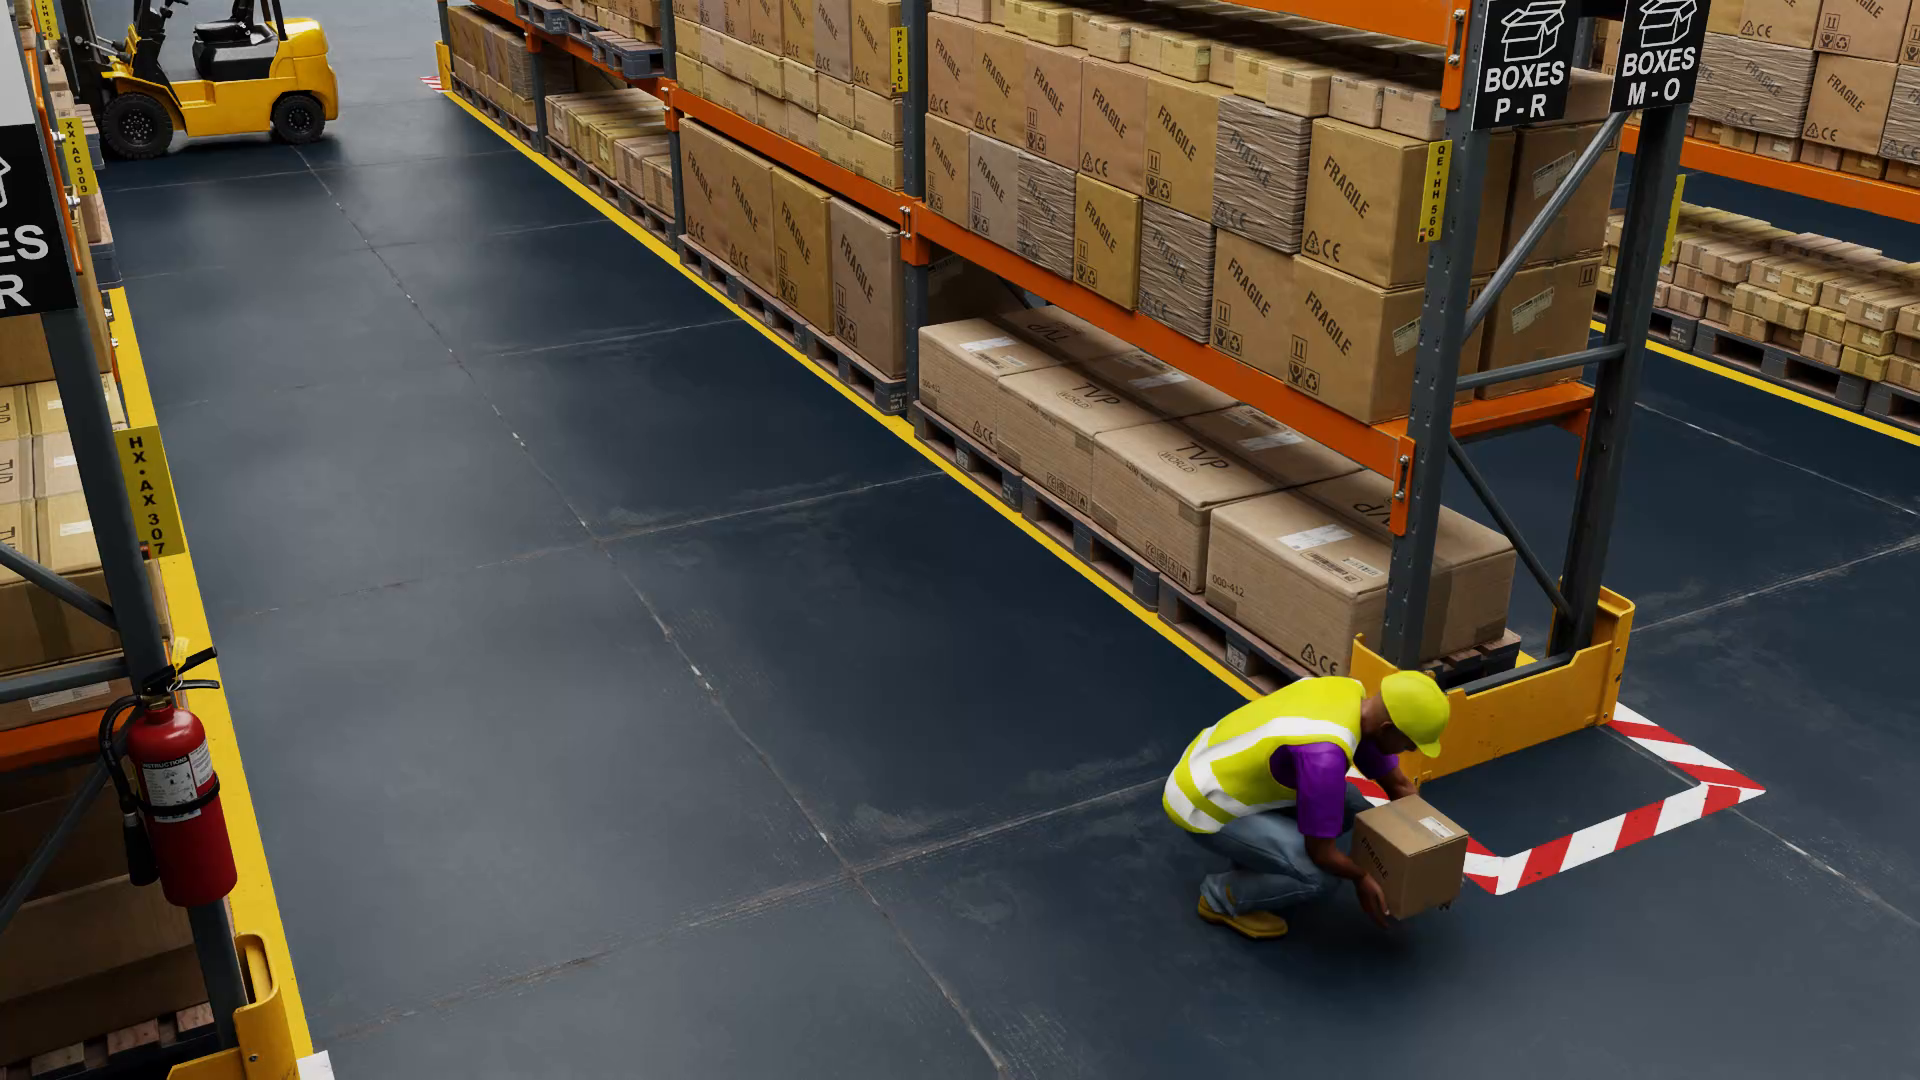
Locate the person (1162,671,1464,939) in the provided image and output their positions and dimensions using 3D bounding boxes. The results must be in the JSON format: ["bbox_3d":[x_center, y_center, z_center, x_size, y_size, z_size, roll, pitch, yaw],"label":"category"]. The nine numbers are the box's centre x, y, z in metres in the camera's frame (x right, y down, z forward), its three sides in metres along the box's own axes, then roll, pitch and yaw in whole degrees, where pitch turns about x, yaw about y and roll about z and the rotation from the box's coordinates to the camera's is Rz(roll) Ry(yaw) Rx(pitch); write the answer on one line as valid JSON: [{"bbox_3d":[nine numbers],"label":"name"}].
[{"bbox_3d":[1.148,0.809,5.329,0.958,0.959,0.574,11,28,22],"label":"person"}]
